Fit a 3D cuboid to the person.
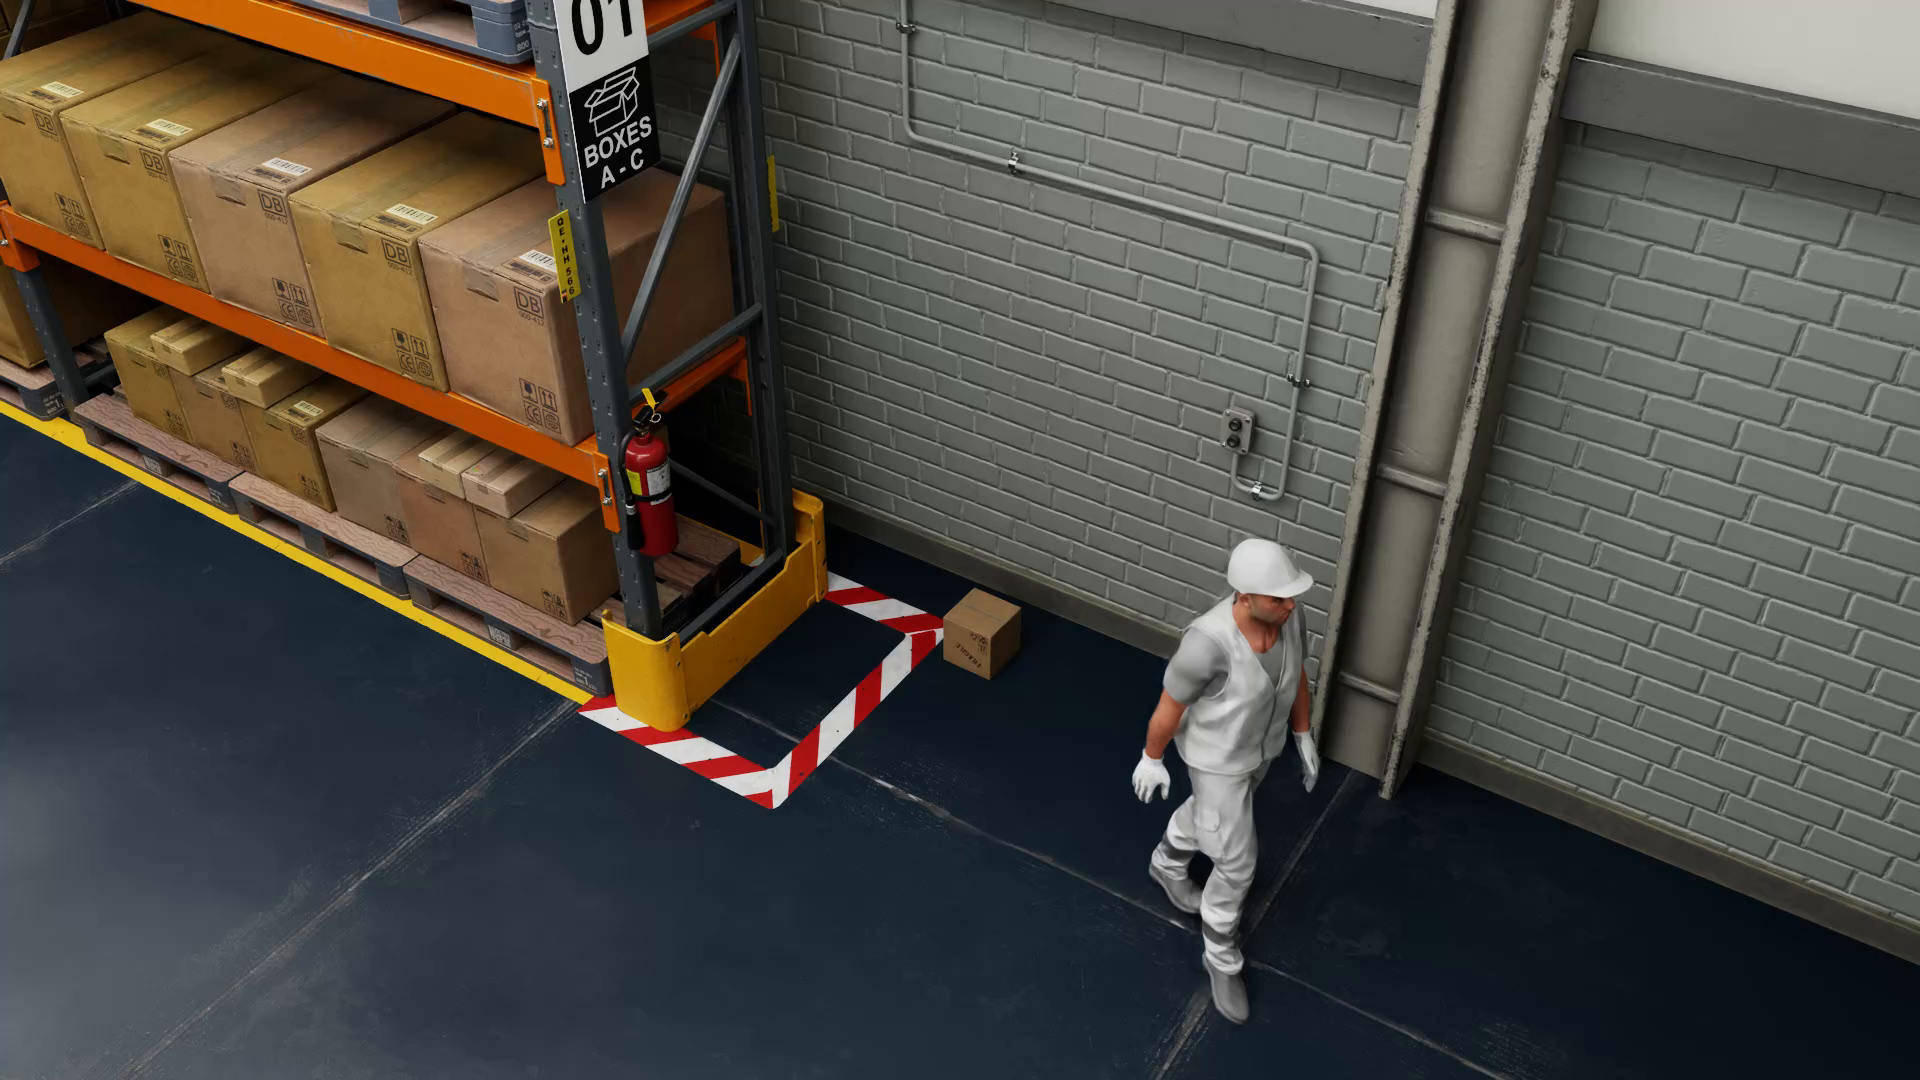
[{"bbox_3d":[0.950,0.765,5.674,0.613,1.807,0.716,-26,45,-29],"label":"person"}]
